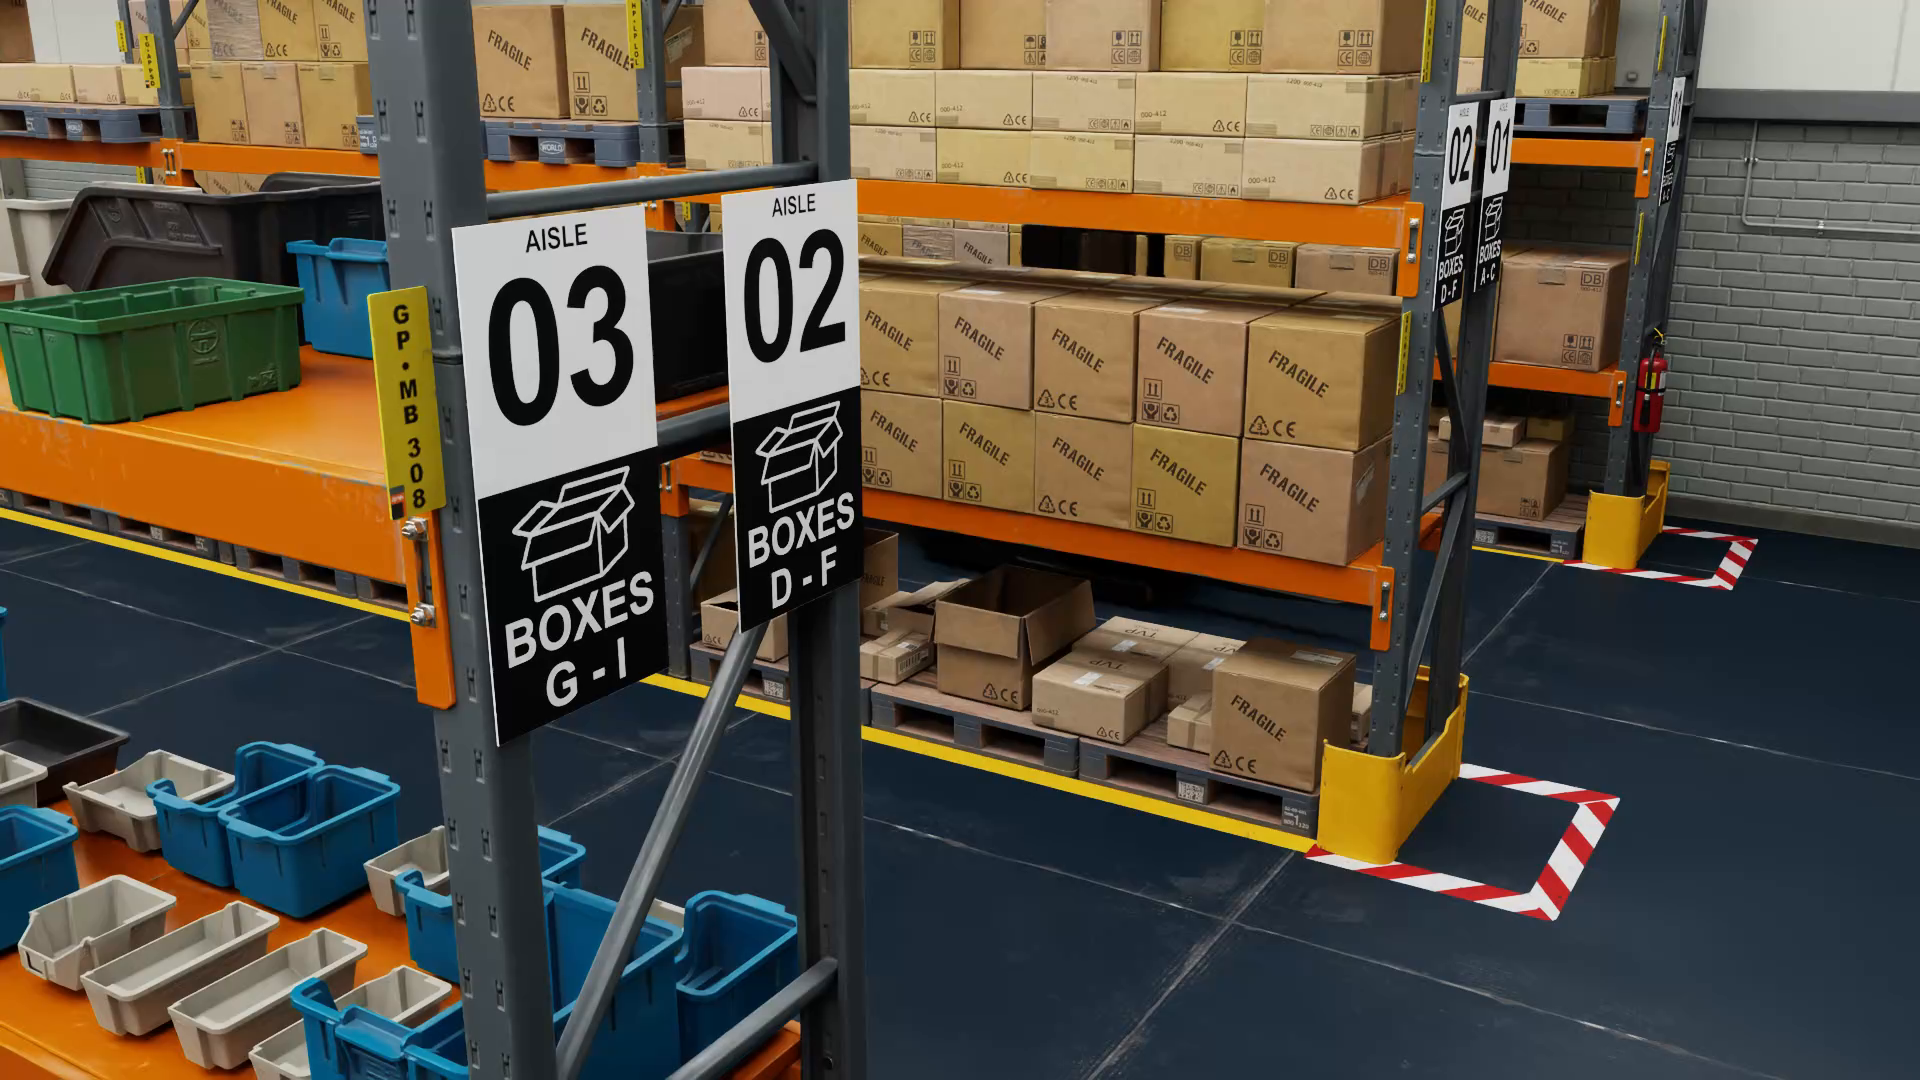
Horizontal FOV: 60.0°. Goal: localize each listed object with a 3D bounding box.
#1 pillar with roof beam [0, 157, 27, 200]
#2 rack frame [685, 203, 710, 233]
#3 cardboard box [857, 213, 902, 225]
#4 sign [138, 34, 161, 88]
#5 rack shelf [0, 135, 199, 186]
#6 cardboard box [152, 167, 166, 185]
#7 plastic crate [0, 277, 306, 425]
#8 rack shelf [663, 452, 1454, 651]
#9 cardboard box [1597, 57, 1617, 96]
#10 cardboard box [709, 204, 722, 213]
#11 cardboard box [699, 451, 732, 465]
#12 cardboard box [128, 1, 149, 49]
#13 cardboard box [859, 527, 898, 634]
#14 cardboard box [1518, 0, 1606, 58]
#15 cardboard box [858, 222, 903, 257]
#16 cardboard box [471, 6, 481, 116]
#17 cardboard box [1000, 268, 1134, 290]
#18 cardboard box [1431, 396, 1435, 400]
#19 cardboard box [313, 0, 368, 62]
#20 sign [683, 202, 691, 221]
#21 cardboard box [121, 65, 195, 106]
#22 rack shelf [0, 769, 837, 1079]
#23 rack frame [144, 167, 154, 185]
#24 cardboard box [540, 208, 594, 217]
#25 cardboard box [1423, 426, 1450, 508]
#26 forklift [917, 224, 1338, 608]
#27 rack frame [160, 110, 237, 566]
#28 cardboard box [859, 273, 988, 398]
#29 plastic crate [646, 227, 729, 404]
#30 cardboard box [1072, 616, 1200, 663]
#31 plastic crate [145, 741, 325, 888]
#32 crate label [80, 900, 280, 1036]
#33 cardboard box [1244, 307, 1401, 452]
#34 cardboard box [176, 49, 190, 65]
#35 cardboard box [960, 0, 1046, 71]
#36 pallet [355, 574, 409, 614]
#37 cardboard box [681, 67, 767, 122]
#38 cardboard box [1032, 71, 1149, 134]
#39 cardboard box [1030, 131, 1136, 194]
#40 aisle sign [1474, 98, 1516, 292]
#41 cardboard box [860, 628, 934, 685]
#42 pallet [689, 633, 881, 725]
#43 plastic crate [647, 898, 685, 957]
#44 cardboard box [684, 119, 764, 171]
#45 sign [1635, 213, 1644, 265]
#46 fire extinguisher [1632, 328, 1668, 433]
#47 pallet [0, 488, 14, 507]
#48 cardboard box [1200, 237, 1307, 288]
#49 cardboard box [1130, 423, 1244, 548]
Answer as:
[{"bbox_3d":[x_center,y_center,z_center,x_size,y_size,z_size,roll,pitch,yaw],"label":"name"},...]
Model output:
[{"bbox_3d":[-15.281,-6.660,18.324,0.400,9.000,9.100,10,20,30],"label":"pillar with roof beam"},{"bbox_3d":[-2.148,-2.619,15.341,0.127,3.000,1.000,10,20,30],"label":"rack frame"},{"bbox_3d":[-0.571,-2.811,13.967,0.500,0.250,0.500,10,19,29],"label":"cardboard box"},{"bbox_3d":[-5.035,-2.975,10.329,0.005,0.325,0.100,10,20,30],"label":"sign"},{"bbox_3d":[-6.441,-2.786,11.970,4.000,0.370,1.077,10,20,30],"label":"rack shelf"},{"bbox_3d":[-8.715,-3.985,18.773,0.500,0.500,0.500,10,20,30],"label":"cardboard box"},{"bbox_3d":[-1.506,-0.361,3.113,0.336,0.188,0.450,10,20,30],"label":"plastic crate"},{"bbox_3d":[0.376,-0.134,8.400,4.000,0.370,1.077,10,20,30],"label":"rack shelf"},{"bbox_3d":[4.175,-3.186,11.411,0.500,0.250,0.500,11,20,33],"label":"cardboard box"},{"bbox_3d":[-1.871,-3.040,14.719,0.500,0.250,0.500,11,20,31],"label":"cardboard box"},{"bbox_3d":[-1.037,-0.686,8.805,0.500,0.500,0.500,11,20,31],"label":"cardboard box"},{"bbox_3d":[-8.764,-5.688,18.357,0.500,0.500,0.500,9,19,26],"label":"cardboard box"},{"bbox_3d":[-0.695,0.219,9.542,0.500,0.500,0.500,10,20,30],"label":"cardboard box"},{"bbox_3d":[3.903,-3.417,10.880,0.500,0.500,0.500,10,20,30],"label":"cardboard box"},{"bbox_3d":[-0.556,-2.446,14.055,0.500,0.500,0.500,11,20,32],"label":"cardboard box"},{"bbox_3d":[-2.857,-2.812,9.749,0.600,0.600,0.600,9,19,28],"label":"cardboard box"},{"bbox_3d":[0.533,-1.065,8.335,0.500,0.500,0.500,10,20,30],"label":"cardboard box"},{"bbox_3d":[3.369,-0.983,12.418,0.250,0.149,0.380,10,20,31],"label":"cardboard box"},{"bbox_3d":[-3.500,-3.130,9.970,0.500,0.500,0.500,10,20,30],"label":"cardboard box"},{"bbox_3d":[-2.424,-2.999,14.737,0.005,0.325,0.100,10,20,30],"label":"sign"},{"bbox_3d":[-5.153,-3.011,11.006,0.500,0.250,0.500,9,19,26],"label":"cardboard box"},{"bbox_3d":[-2.220,1.092,4.363,4.000,0.370,1.077,10,20,30],"label":"rack shelf"},{"bbox_3d":[-8.965,-3.835,19.347,0.127,3.000,1.000,10,20,30],"label":"rack frame"},{"bbox_3d":[-3.627,-3.130,16.095,0.500,0.500,0.700,10,20,30],"label":"cardboard box"},{"bbox_3d":[3.594,-0.564,12.157,0.500,0.500,0.700,10,20,30],"label":"cardboard box"},{"bbox_3d":[1.196,-1.150,10.623,3.031,2.935,1.130,12,21,34],"label":"forklift"},{"bbox_3d":[-4.737,-1.391,11.300,0.127,3.000,1.000,10,20,30],"label":"rack frame"},{"bbox_3d":[-0.197,-1.011,8.156,0.500,0.500,0.500,9,19,28],"label":"cardboard box"},{"bbox_3d":[-0.698,-0.448,3.260,0.590,0.269,0.497,10,20,30],"label":"plastic crate"},{"bbox_3d":[0.913,0.626,8.634,0.500,0.250,0.500,10,20,30],"label":"cardboard box"},{"bbox_3d":[-1.932,0.738,4.475,0.300,0.233,0.416,10,20,30],"label":"plastic crate"},{"bbox_3d":[-1.795,0.986,3.824,0.243,0.136,0.396,10,20,30],"label":"crate label"},{"bbox_3d":[1.557,-0.700,7.133,0.500,0.500,0.500,10,20,30],"label":"cardboard box"},{"bbox_3d":[-8.372,-5.125,18.224,0.500,0.500,0.500,12,20,34],"label":"cardboard box"},{"bbox_3d":[0.392,-2.456,7.751,0.500,0.500,0.700,10,20,30],"label":"cardboard box"},{"bbox_3d":[-3.085,0.252,10.689,1.213,0.211,1.003,10,20,30],"label":"pallet"},{"bbox_3d":[-1.044,-2.250,8.364,0.500,0.250,0.500,10,20,30],"label":"cardboard box"},{"bbox_3d":[0.658,-1.945,7.360,0.500,0.250,0.500,10,20,30],"label":"cardboard box"},{"bbox_3d":[0.651,-1.702,7.421,0.500,0.250,0.500,10,20,30],"label":"cardboard box"},{"bbox_3d":[2.292,-1.481,7.122,0.004,0.787,0.394,10,20,30],"label":"aisle sign"},{"bbox_3d":[-0.342,0.609,8.833,0.250,0.166,0.380,10,20,30],"label":"cardboard box"},{"bbox_3d":[-0.744,0.656,9.358,1.213,0.211,1.003,10,20,30],"label":"pallet"},{"bbox_3d":[-0.784,0.961,3.907,0.298,0.136,0.250,10,20,30],"label":"plastic crate"},{"bbox_3d":[-1.044,-2.011,8.438,0.500,0.250,0.500,10,20,30],"label":"cardboard box"},{"bbox_3d":[4.373,-1.937,10.697,0.005,0.325,0.100,10,20,30],"label":"sign"},{"bbox_3d":[4.556,-1.049,10.949,0.183,0.674,0.296,10,20,30],"label":"fire extinguisher"},{"bbox_3d":[-7.497,-0.563,13.371,1.213,0.211,1.003,10,20,30],"label":"pallet"},{"bbox_3d":[2.333,-1.955,12.639,0.700,0.700,0.980,10,19,29],"label":"cardboard box"},{"bbox_3d":[1.112,-0.301,7.539,0.500,0.500,0.500,10,20,31],"label":"cardboard box"}]
